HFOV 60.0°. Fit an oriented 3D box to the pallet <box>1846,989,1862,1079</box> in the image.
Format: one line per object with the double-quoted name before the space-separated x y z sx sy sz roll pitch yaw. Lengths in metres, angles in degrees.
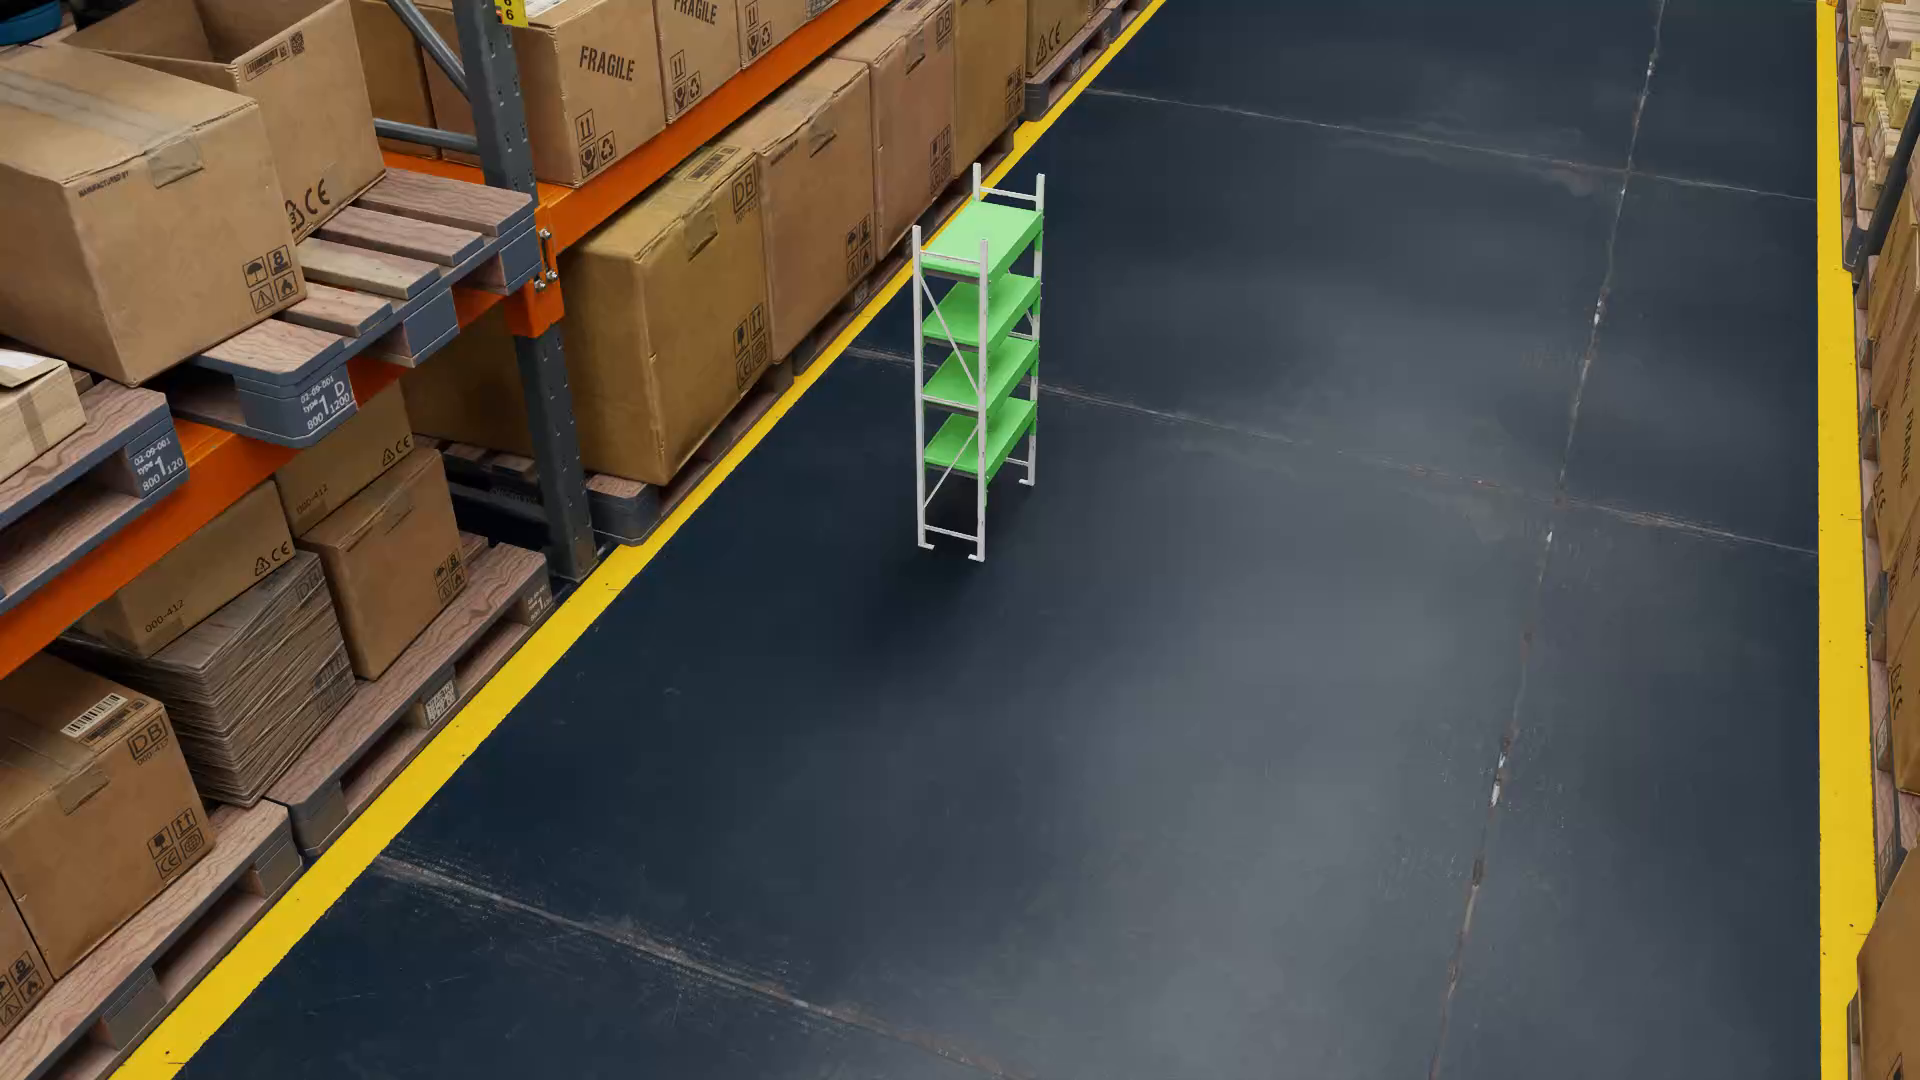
"pallet" 2.471 1.524 3.535 1.003 0.211 1.213 14 39 18

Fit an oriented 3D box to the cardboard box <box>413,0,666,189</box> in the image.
"cardboard box" -1.271 -1.445 5.095 0.500 0.500 0.500 15 39 19

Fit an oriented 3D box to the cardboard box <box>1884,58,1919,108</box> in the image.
"cardboard box" 4.406 -2.038 7.504 0.380 0.149 0.250 13 39 17

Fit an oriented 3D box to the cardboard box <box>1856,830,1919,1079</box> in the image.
"cardboard box" 2.526 1.037 3.385 1.050 0.750 0.750 13 39 17

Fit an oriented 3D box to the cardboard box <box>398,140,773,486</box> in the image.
"cardboard box" -1.426 -0.893 5.863 1.225 0.875 0.875 12 38 16

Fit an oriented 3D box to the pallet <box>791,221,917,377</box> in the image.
"pallet" -0.872 -1.174 7.144 1.003 0.211 1.213 14 39 18

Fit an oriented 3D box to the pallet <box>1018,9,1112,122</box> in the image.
"pallet" 0.176 -2.699 9.185 1.003 0.211 1.213 14 39 18

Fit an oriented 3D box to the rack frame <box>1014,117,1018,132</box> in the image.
"rack frame" -0.185 -3.413 7.810 1.000 3.000 0.127 14 39 18

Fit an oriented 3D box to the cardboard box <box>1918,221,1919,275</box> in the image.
"cardboard box" 3.637 -1.050 5.760 0.500 0.250 0.500 15 39 19

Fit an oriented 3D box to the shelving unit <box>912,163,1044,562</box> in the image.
"shelving unit" 0.063 -0.572 5.513 0.258 1.200 0.503 14 39 18

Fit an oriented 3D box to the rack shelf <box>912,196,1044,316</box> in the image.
"rack shelf" 0.063 -0.906 5.264 0.258 0.148 0.480 14 39 18

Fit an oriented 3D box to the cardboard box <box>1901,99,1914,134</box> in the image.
"cardboard box" 4.258 -1.748 7.116 0.380 0.149 0.250 15 39 19

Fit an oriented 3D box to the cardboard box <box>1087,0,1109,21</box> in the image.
"cardboard box" 0.482 -3.575 9.452 0.875 0.875 0.875 14 39 18

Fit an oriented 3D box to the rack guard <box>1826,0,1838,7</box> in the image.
"rack guard" 5.856 -3.398 9.879 1.175 0.500 0.348 14 39 18

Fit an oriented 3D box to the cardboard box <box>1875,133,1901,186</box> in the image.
"cardboard box" 4.189 -1.619 7.193 0.380 0.149 0.250 15 39 19

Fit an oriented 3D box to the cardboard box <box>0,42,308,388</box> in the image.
"cardboard box" -1.996 -0.766 3.836 0.700 0.500 0.500 20 41 24

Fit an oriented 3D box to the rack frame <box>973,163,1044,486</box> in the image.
"rack frame" 0.156 -0.707 5.694 0.240 1.200 0.015 14 39 18

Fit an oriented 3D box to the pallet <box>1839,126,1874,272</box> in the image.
"pallet" 4.586 -1.490 7.567 1.003 0.211 1.213 14 39 18

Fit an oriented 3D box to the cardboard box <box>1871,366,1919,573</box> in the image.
"cardboard box" 3.237 -0.186 5.231 0.500 0.500 0.500 12 38 16

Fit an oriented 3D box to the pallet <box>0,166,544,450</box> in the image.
"pallet" -1.880 -0.702 4.344 1.213 0.211 1.003 14 39 18

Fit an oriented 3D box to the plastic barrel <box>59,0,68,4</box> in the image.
"plastic barrel" -4.989 -3.571 9.425 0.600 0.901 0.708 14 39 18

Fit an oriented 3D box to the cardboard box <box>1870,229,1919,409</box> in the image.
"cardboard box" 3.637 -0.752 5.988 0.500 0.500 0.500 16 40 20

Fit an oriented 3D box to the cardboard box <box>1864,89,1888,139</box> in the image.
"cardboard box" 4.366 -1.924 7.601 0.380 0.149 0.250 13 39 16

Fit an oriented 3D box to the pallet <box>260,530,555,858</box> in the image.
"pallet" -2.006 0.351 5.104 1.003 0.211 1.213 14 39 18

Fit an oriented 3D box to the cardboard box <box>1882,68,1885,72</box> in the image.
"cardboard box" 4.752 -2.330 8.144 0.380 0.149 0.250 12 38 16

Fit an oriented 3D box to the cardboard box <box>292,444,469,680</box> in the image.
"cardboard box" -1.944 0.002 4.962 0.700 0.500 0.500 12 38 15

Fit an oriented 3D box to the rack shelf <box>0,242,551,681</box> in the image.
"rack shelf" -2.468 0.197 3.581 1.077 0.370 4.000 14 39 18

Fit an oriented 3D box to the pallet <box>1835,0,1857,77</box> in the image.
"pallet" 5.514 -2.841 9.374 1.003 0.211 1.213 14 39 18

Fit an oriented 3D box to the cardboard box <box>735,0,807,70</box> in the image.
"cardboard box" -0.885 -2.016 5.858 0.500 0.500 0.500 13 39 17

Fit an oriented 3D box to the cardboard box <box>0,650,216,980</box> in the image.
"cardboard box" -2.352 0.628 4.125 0.700 0.500 0.500 17 40 21

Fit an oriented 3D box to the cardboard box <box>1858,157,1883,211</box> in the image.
"cardboard box" 4.197 -1.548 7.346 0.380 0.149 0.250 14 39 18

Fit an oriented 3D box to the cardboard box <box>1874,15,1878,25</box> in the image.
"cardboard box" 5.070 -2.669 8.845 0.380 0.149 0.250 14 39 18

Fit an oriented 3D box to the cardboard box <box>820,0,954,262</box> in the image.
"cardboard box" -0.750 -1.876 7.178 1.225 0.875 0.875 13 39 16

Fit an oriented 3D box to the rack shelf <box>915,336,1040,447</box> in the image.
"rack shelf" 0.063 -0.521 5.552 0.258 0.148 0.480 14 39 18

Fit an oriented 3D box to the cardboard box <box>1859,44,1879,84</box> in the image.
"cardboard box" 4.813 -2.391 8.474 0.380 0.149 0.250 14 39 18

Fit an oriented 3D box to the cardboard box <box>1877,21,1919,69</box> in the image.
"cardboard box" 4.595 -2.335 7.901 0.380 0.149 0.250 12 38 16

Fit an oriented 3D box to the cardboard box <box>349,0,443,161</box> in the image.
"cardboard box" -1.749 -1.568 5.259 0.500 0.500 0.500 15 39 19

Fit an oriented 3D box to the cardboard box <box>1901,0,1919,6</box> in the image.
"cardboard box" 4.882 -2.599 8.256 0.380 0.149 0.250 14 39 18

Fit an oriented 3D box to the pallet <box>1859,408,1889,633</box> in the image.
"pallet" 3.605 -0.001 5.575 1.003 0.211 1.213 14 39 18

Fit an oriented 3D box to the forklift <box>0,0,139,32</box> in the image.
"forklift" -3.089 -2.063 6.063 1.130 2.935 3.031 15 39 19

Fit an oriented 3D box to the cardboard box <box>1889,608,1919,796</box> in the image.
"cardboard box" 2.850 0.397 4.451 0.500 0.500 0.500 14 39 18

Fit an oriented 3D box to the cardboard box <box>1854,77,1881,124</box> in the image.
"cardboard box" 4.591 -2.121 8.113 0.380 0.149 0.250 14 39 18

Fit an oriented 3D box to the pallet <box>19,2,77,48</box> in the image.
"pallet" -5.098 -3.006 9.596 1.003 0.211 1.213 14 39 18

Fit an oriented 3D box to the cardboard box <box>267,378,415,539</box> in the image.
"cardboard box" -1.935 -0.296 4.734 0.500 0.250 0.500 15 39 20
